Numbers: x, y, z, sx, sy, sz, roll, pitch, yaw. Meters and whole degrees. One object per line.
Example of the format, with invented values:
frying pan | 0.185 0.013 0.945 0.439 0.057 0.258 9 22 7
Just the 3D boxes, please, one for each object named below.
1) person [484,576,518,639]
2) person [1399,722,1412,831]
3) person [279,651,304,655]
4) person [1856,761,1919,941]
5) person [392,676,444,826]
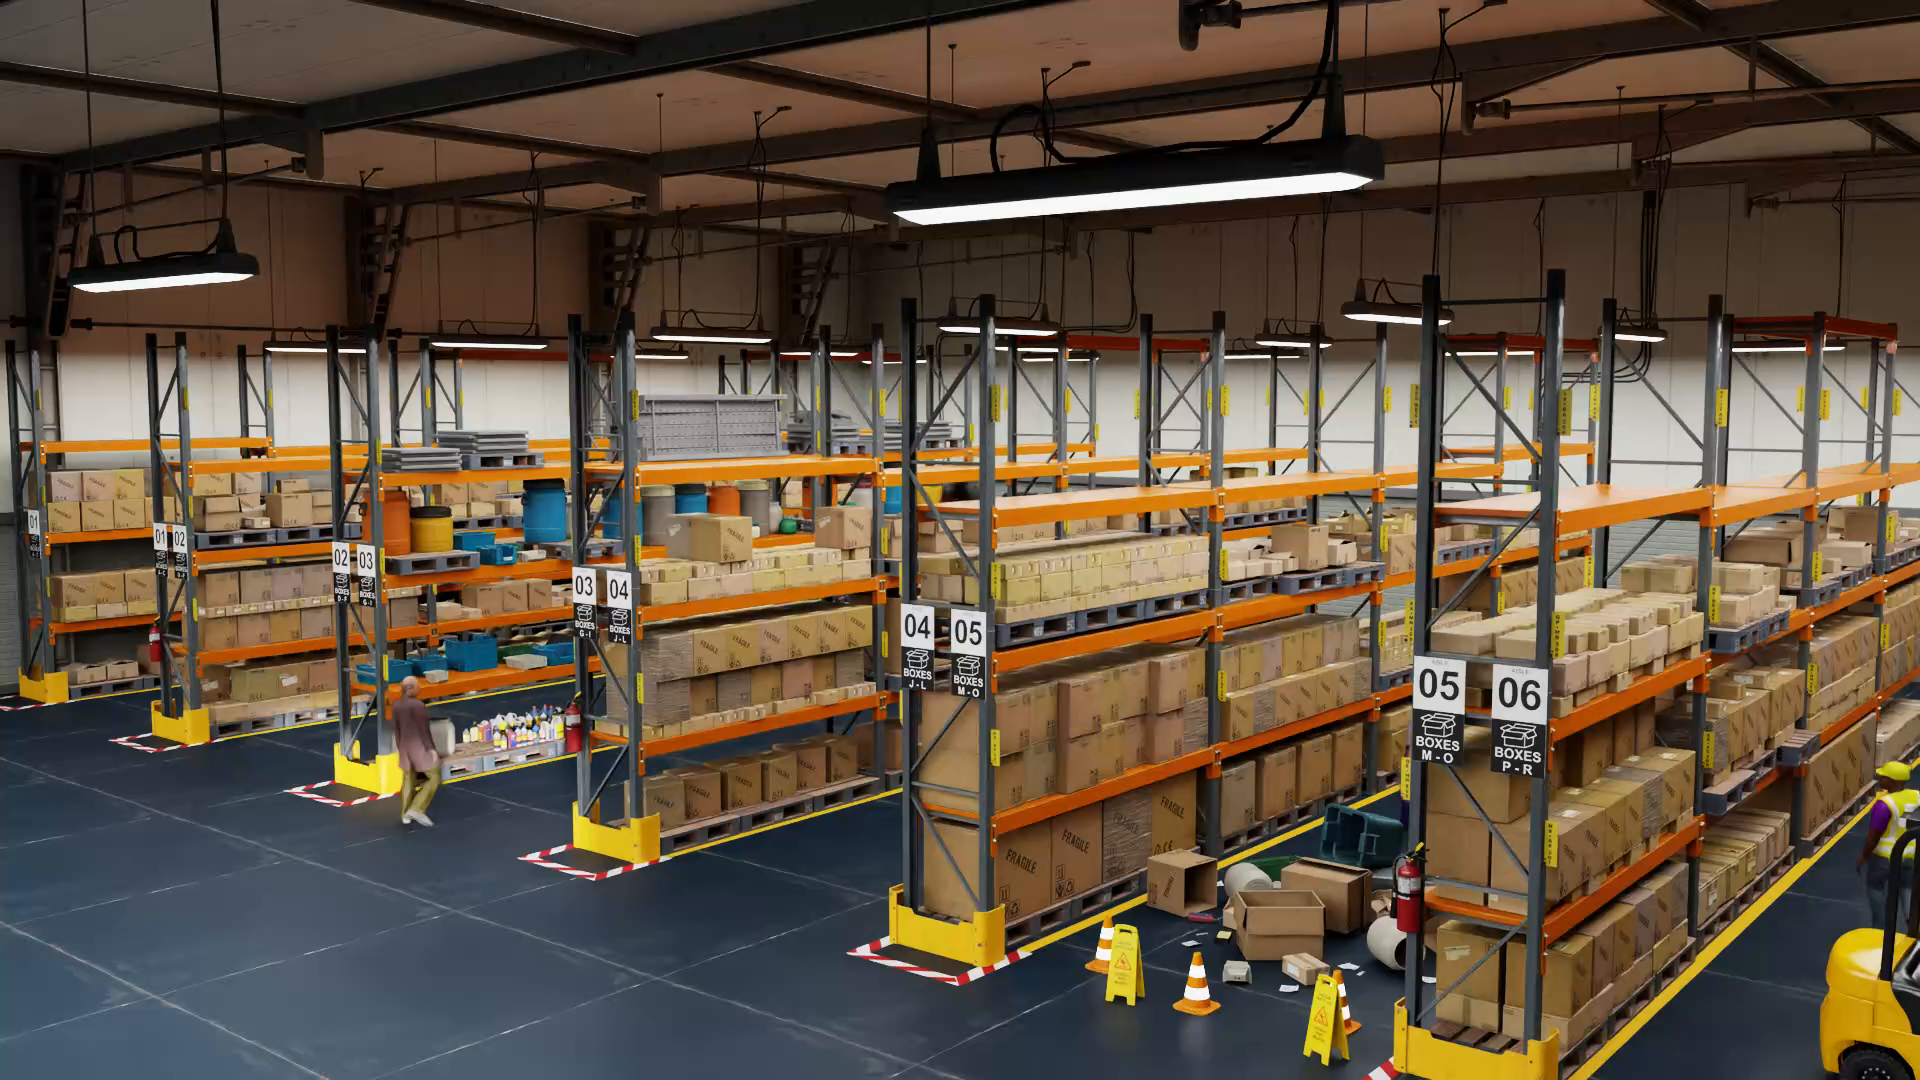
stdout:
person | -8.685 1.499 31.310 0.714 1.729 0.456 -1 5 -15
person | 5.423 2.608 19.559 0.549 1.638 0.413 -1 5 -15
person | -11.116 1.854 27.672 0.609 1.720 0.424 -3 6 -28
person | 8.704 2.918 15.562 0.626 1.732 0.653 0 5 3
person | -6.482 2.497 19.703 0.690 1.781 0.509 3 6 29
